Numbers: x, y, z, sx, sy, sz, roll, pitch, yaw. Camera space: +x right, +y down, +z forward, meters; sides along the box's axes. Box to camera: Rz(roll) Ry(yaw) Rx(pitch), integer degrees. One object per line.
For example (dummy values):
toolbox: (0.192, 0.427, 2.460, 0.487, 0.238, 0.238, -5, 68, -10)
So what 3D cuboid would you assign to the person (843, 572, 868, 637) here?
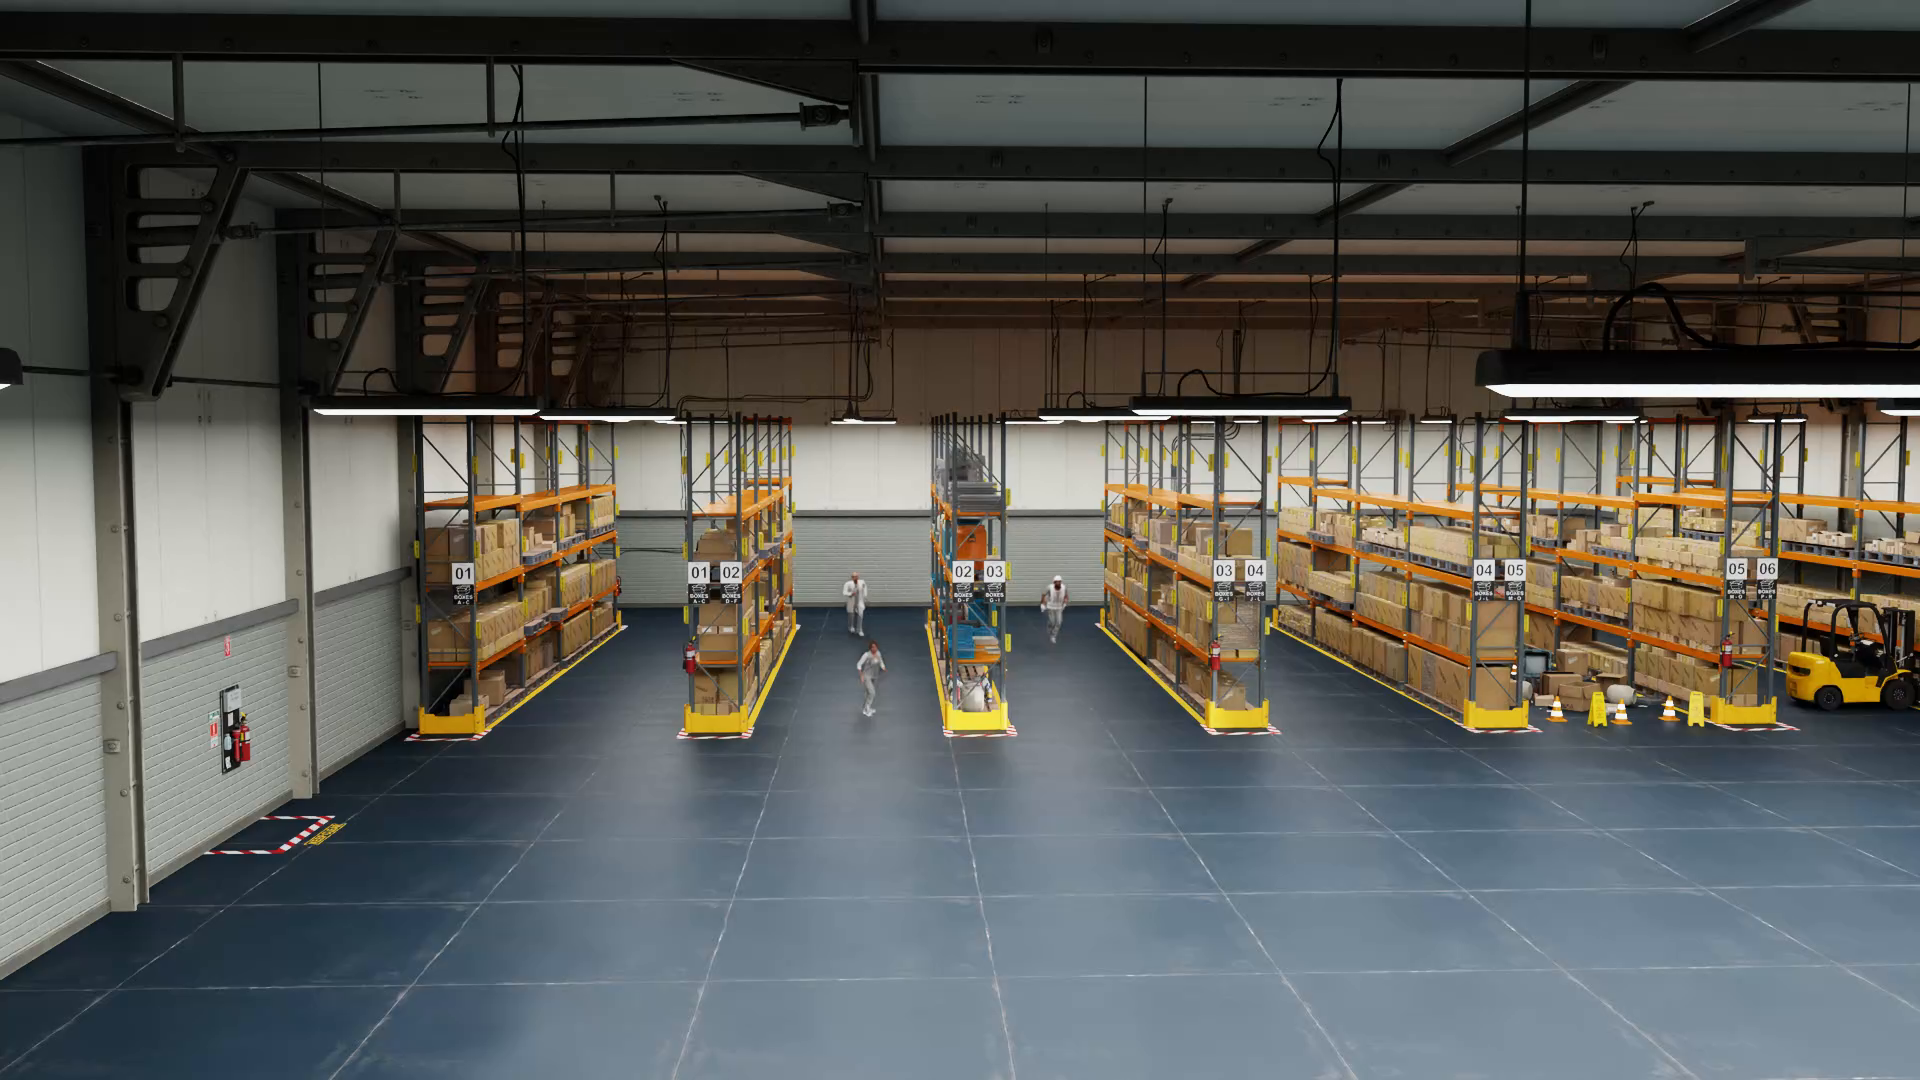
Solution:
person: (-2.877, 1.747, 45.696, 0.718, 1.757, 1.058, -1, 4, -12)

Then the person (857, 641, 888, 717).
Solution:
person: (-1.738, 2.749, 32.917, 0.794, 1.559, 0.566, 3, 5, 39)

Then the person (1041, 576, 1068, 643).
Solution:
person: (2.394, 1.733, 41.970, 0.674, 1.705, 0.698, -1, 4, -19)
